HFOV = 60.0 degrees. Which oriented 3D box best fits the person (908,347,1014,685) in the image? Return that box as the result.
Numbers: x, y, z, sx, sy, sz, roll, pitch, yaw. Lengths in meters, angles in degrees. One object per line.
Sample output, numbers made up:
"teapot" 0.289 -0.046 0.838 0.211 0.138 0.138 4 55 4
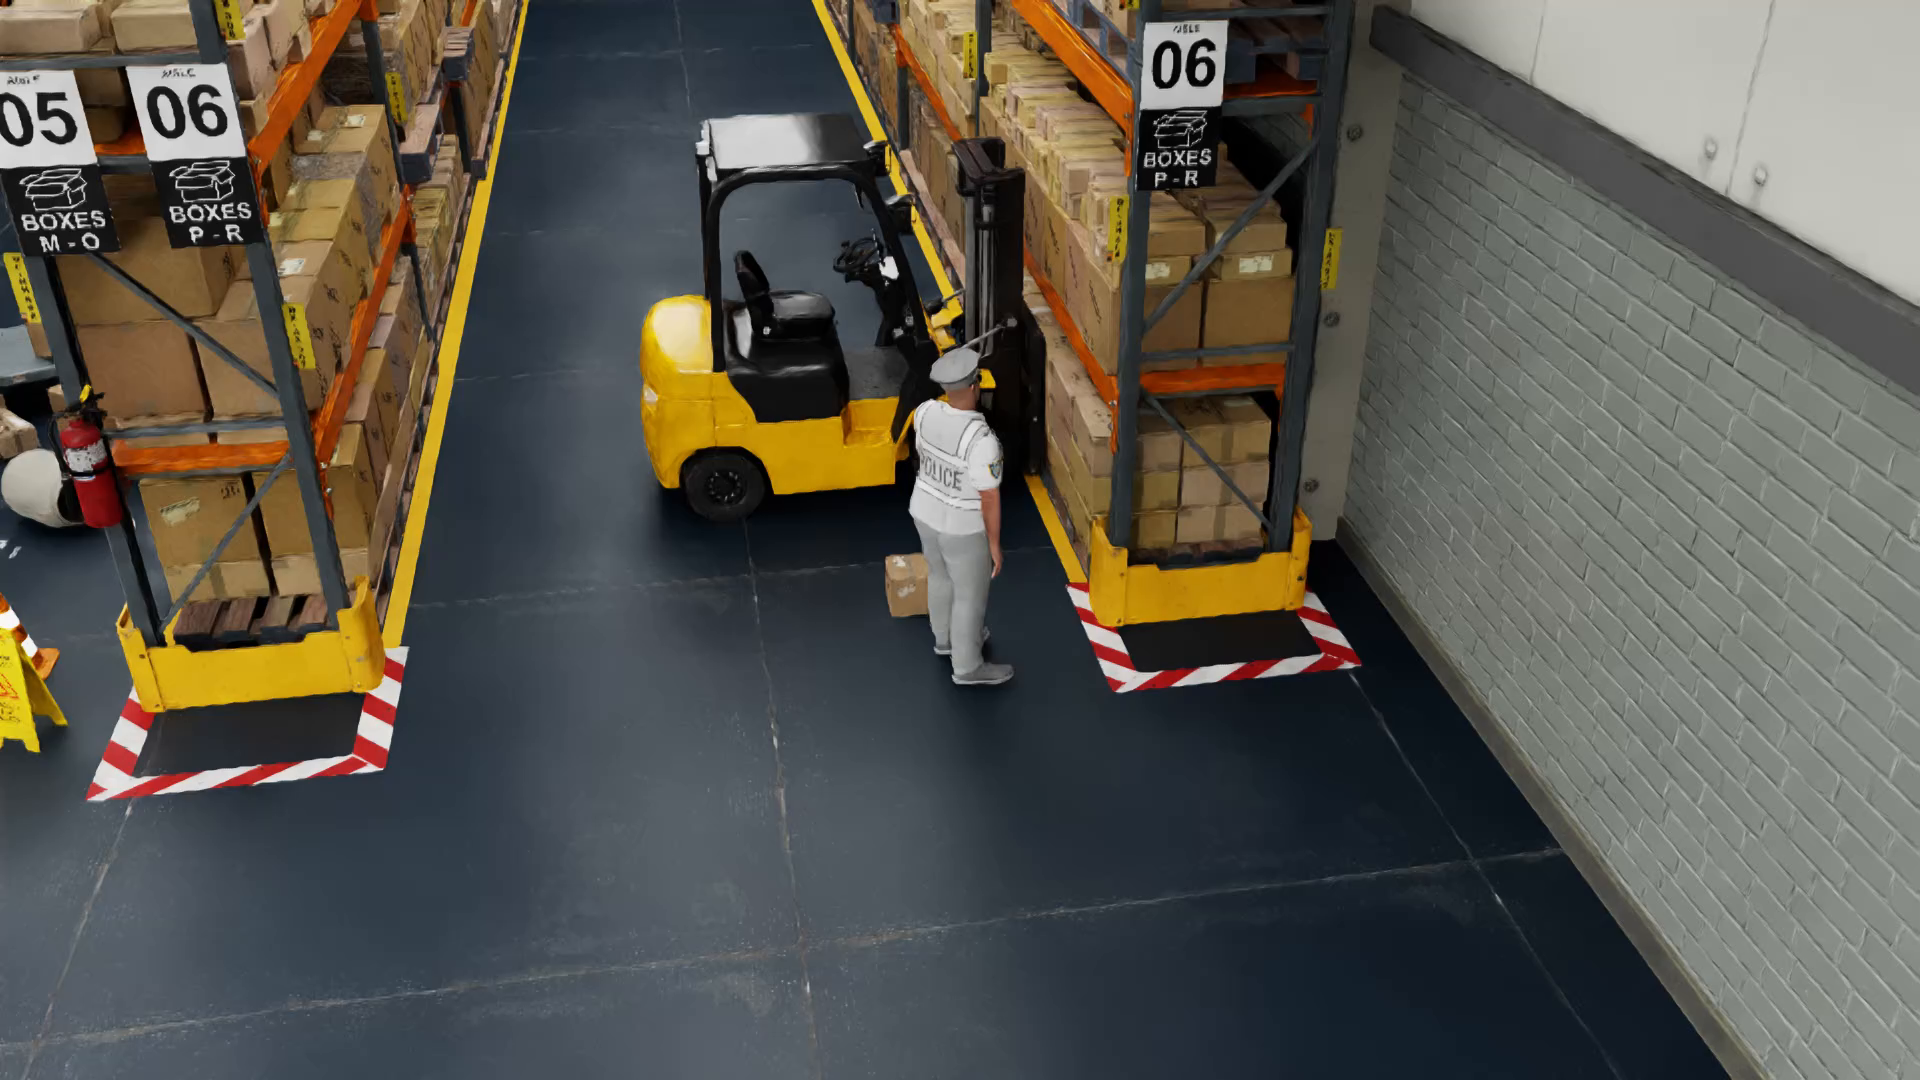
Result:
"person" 0.046 -0.107 8.252 0.501 1.776 0.596 -26 39 -37
